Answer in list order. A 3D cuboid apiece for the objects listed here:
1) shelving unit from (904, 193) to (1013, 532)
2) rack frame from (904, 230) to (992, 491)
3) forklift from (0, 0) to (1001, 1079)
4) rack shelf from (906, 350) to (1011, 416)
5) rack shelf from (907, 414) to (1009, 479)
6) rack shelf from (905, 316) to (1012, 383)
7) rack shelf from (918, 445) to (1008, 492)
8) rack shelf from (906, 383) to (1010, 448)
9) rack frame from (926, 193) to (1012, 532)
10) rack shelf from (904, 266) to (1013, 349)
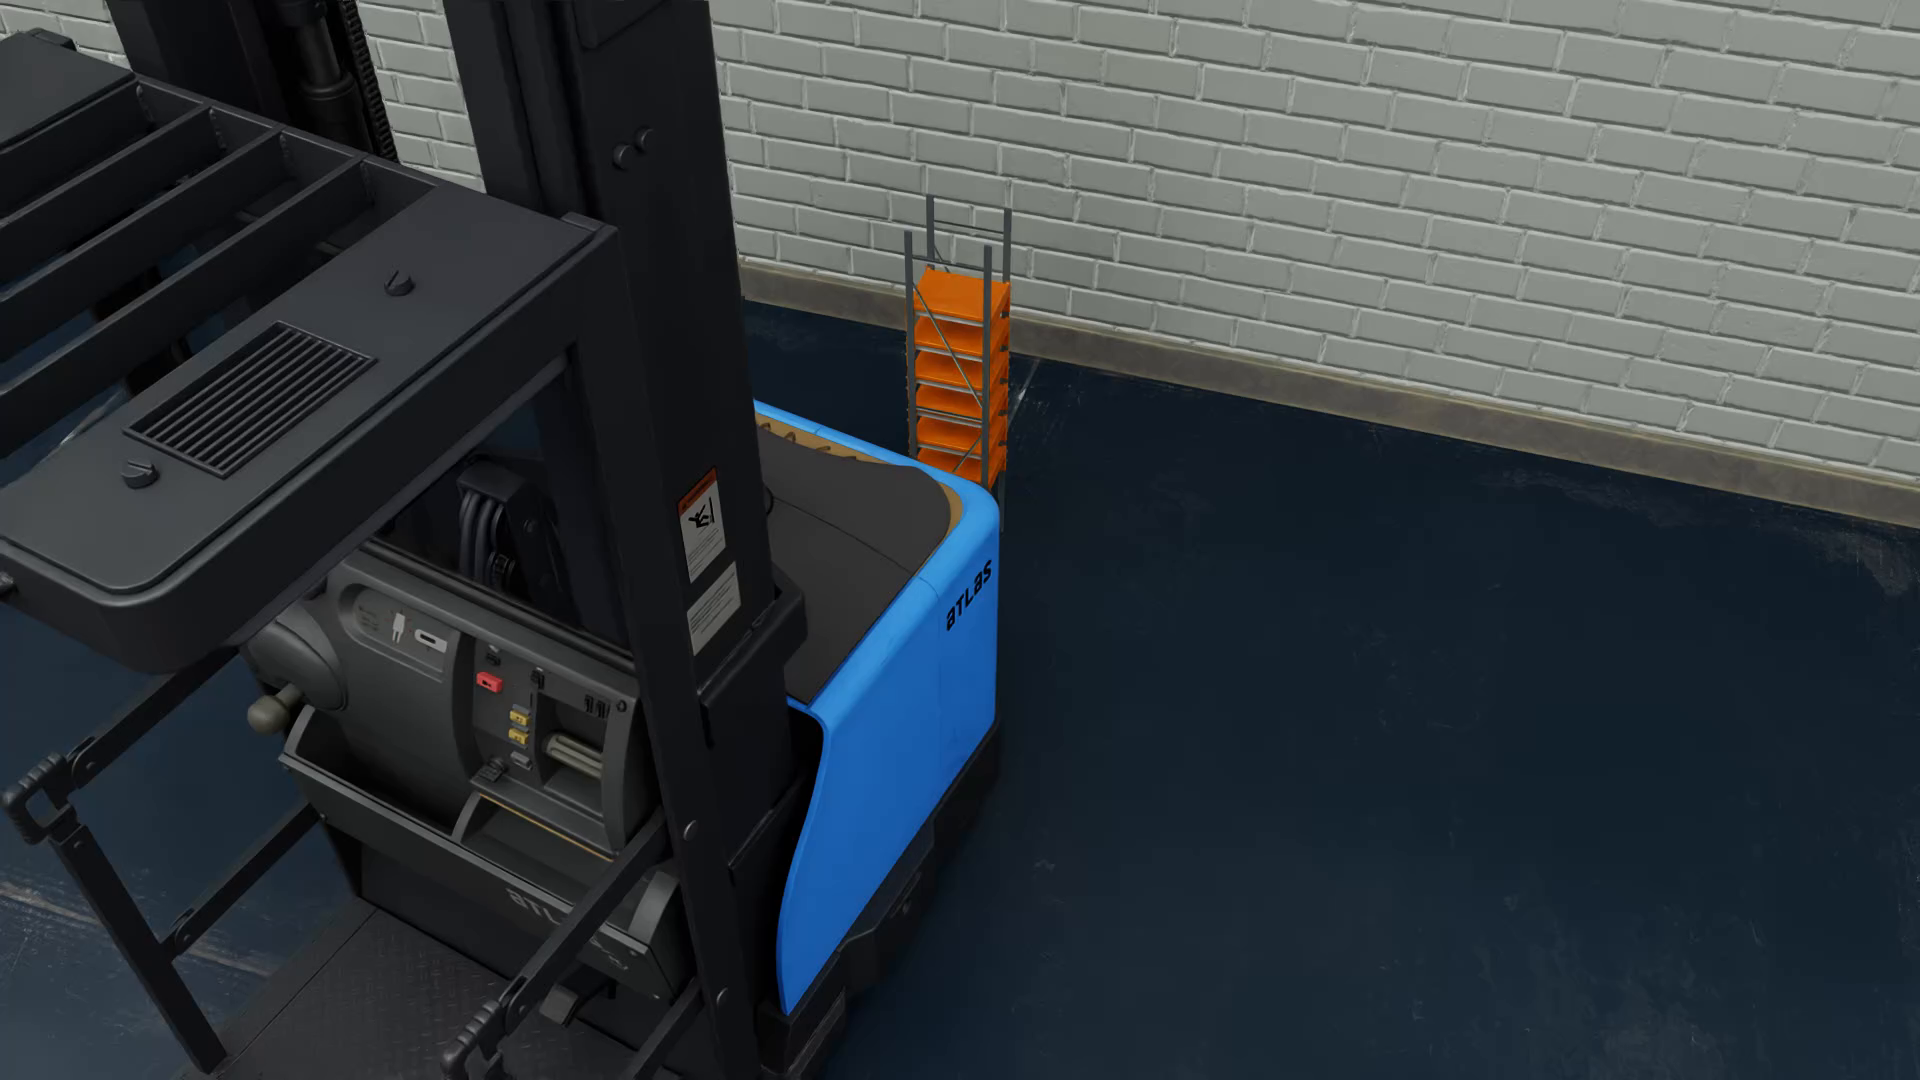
[{"bbox_3d":[-0.004,-0.419,4.821,0.258,1.200,0.189,13,46,12],"label":"shelving unit"},{"bbox_3d":[-0.032,-0.358,4.758,0.240,1.200,0.006,13,46,12],"label":"rack frame"},{"bbox_3d":[-1.052,0.342,2.805,1.130,2.935,3.031,21,48,20],"label":"forklift"},{"bbox_3d":[-0.004,-0.473,4.768,0.258,0.103,0.180,13,46,12],"label":"rack shelf"},{"bbox_3d":[-0.004,-0.302,4.936,0.258,0.103,0.180,13,46,12],"label":"rack shelf"},{"bbox_3d":[-0.004,-0.559,4.684,0.258,0.103,0.180,13,46,12],"label":"rack shelf"},{"bbox_3d":[-0.004,-0.216,5.019,0.258,0.103,0.180,13,46,12],"label":"rack shelf"},{"bbox_3d":[-0.004,-0.387,4.852,0.258,0.103,0.180,13,46,12],"label":"rack shelf"},{"bbox_3d":[0.023,-0.480,4.883,0.240,1.200,0.006,13,46,12],"label":"rack frame"},{"bbox_3d":[-0.004,-0.645,4.600,0.258,0.103,0.180,13,46,12],"label":"rack shelf"}]
